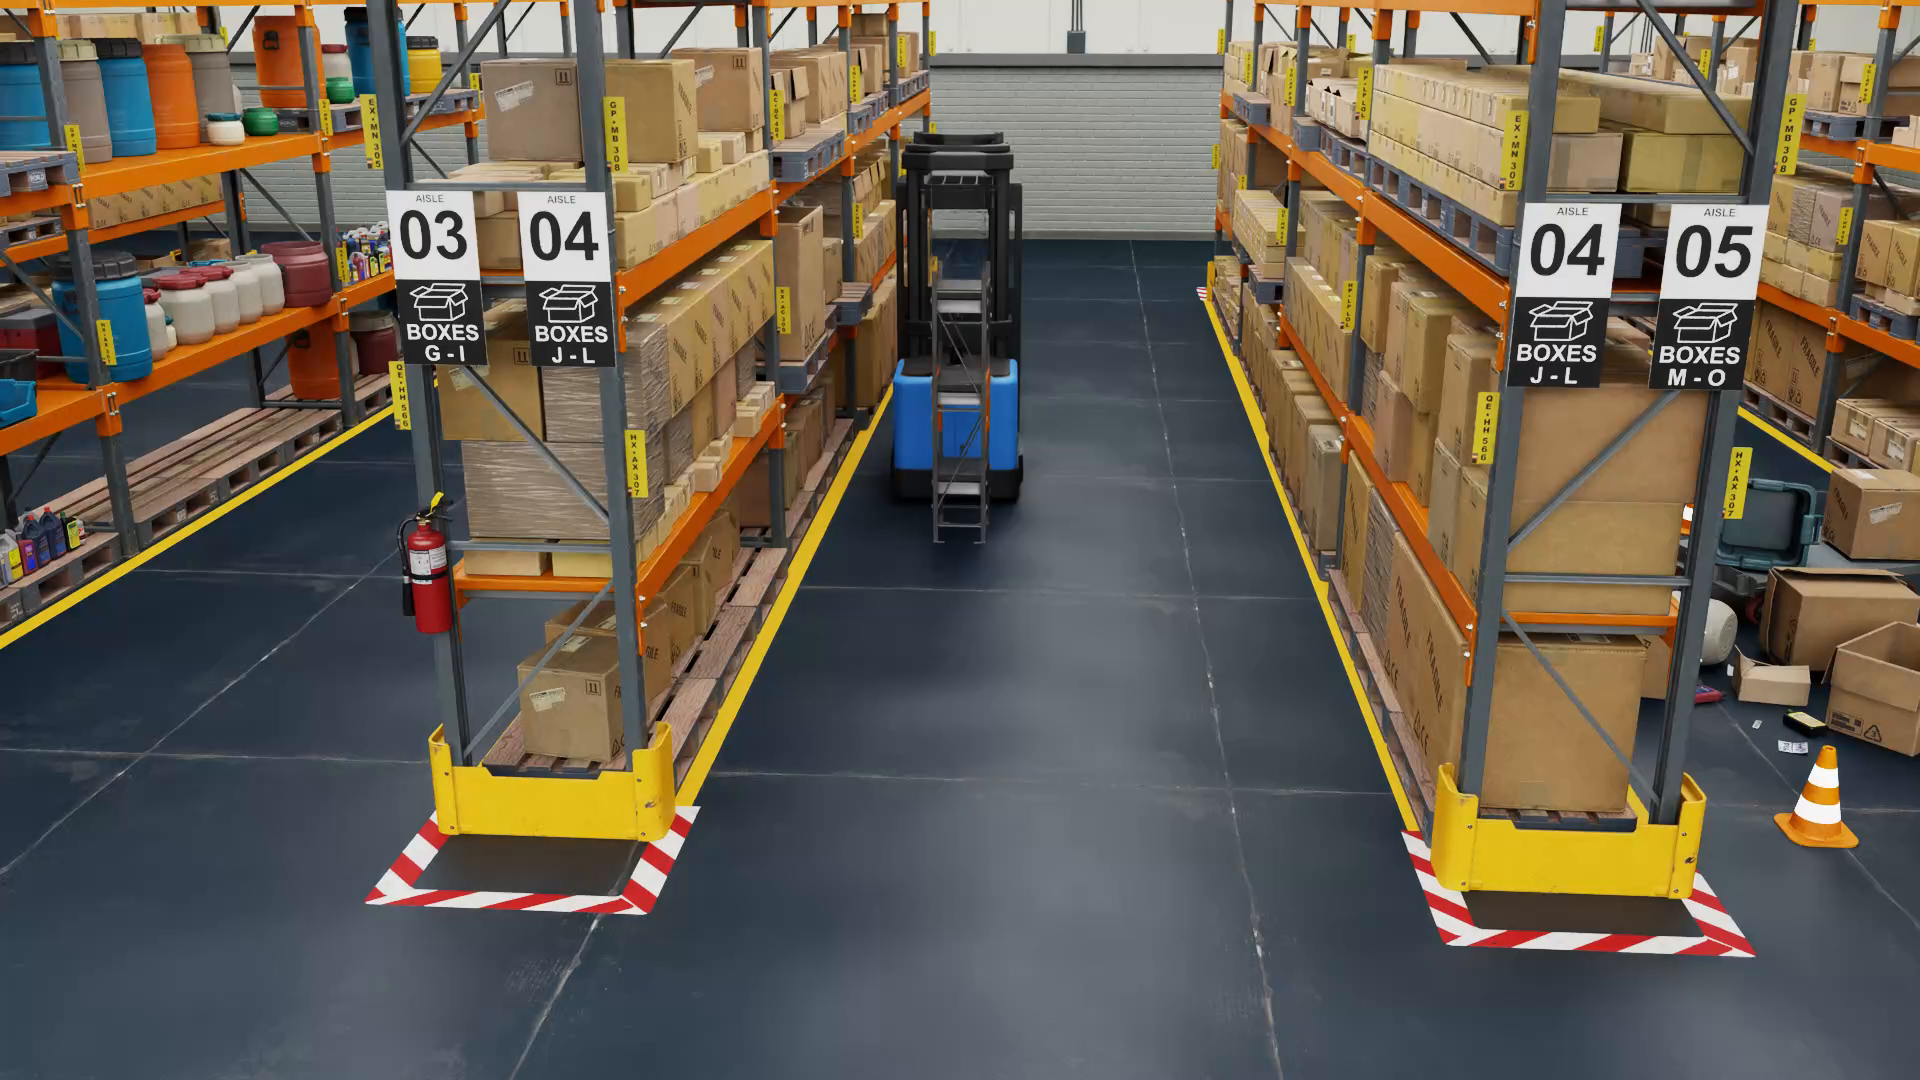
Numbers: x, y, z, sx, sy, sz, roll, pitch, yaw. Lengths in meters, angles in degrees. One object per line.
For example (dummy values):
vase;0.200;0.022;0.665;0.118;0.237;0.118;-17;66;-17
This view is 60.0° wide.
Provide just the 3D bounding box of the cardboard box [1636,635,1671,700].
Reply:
cardboard box;4.075;0.633;10.184;0.500;0.500;0.500;4;19;13

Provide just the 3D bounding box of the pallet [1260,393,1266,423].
pallet;3.507;-1.219;16.303;1.003;0.211;1.213;1;18;4

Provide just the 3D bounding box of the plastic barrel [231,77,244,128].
plastic barrel;-6.758;-3.943;15.141;0.421;0.512;0.421;0;18;0

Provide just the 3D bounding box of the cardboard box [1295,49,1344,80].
cardboard box;3.220;-4.269;14.927;0.396;0.266;0.258;1;18;4

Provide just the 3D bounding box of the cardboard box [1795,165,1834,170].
cardboard box;8.870;-3.682;17.575;0.500;0.500;0.500;2;18;5

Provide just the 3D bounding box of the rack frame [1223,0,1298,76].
rack frame;4.023;-7.637;21.777;1.000;3.000;0.127;1;18;4

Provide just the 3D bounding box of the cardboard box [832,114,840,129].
cardboard box;-1.302;-3.490;14.180;0.500;0.250;0.500;1;18;4

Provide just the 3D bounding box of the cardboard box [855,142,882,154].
cardboard box;-1.287;-4.895;21.603;0.500;0.500;0.500;1;18;2

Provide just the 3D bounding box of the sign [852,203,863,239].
sign;-0.948;-2.947;15.366;0.100;0.325;0.005;1;18;4

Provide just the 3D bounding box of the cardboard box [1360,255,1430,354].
cardboard box;3.102;-1.529;10.798;0.875;0.550;0.550;1;18;4

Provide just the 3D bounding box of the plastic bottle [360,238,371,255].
plastic bottle;-6.514;-3.210;18.220;0.097;0.201;0.097;0;18;0

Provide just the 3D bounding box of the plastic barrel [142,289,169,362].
plastic barrel;-6.430;-1.668;12.979;0.433;0.535;0.433;0;18;0

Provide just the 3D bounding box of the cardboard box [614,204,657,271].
cardboard box;-1.771;-1.457;7.974;0.500;0.250;0.500;2;18;6

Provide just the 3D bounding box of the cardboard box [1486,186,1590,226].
cardboard box;2.562;-1.480;7.375;0.380;0.149;0.250;1;18;4

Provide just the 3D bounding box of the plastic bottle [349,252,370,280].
plastic bottle;-6.044;-2.766;16.745;0.152;0.276;0.135;1;18;4

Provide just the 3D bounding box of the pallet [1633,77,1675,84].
pallet;8.840;-5.479;20.153;1.003;0.211;1.213;1;18;4

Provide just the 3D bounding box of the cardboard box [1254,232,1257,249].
cardboard box;3.083;-2.929;16.295;0.380;0.149;0.250;1;18;4

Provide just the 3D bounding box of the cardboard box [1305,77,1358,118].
cardboard box;3.178;-3.711;13.923;0.500;0.311;0.500;1;18;4

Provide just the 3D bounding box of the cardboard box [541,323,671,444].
cardboard box;-1.752;-0.787;8.264;0.500;0.500;0.500;1;18;4

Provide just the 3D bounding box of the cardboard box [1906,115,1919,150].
cardboard box;8.184;-3.410;13.912;0.396;0.266;0.258;1;18;4

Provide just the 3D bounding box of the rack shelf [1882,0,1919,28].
rack shelf;8.251;-3.920;12.231;1.077;0.370;4.000;1;18;4

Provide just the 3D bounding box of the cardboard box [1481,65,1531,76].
cardboard box;3.455;-2.870;10.335;0.380;0.149;0.250;1;18;3

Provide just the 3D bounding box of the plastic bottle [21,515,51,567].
plastic bottle;-6.490;0.004;11.640;0.144;0.351;0.185;0;18;1

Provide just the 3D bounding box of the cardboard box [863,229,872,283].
cardboard box;-1.149;-2.796;16.477;0.500;0.500;0.500;1;18;2

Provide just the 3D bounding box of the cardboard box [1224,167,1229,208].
cardboard box;3.655;-4.523;21.270;0.500;0.500;0.500;2;18;5

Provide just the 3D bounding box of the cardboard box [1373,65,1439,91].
cardboard box;2.798;-2.885;10.382;0.380;0.149;0.250;1;18;4

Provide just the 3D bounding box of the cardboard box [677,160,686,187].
cardboard box;-1.686;-1.986;8.949;0.380;0.149;0.250;0;18;1

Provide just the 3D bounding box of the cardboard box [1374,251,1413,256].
cardboard box;3.193;-1.736;11.637;0.700;0.500;0.500;1;18;3

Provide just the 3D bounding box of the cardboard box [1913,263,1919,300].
cardboard box;8.069;-2.149;13.350;0.500;0.500;0.500;2;18;5

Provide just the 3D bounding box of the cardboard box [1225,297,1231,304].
cardboard box;3.569;-2.994;21.147;0.380;0.149;0.250;1;18;4

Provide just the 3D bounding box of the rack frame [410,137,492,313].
rack frame;-6.144;-3.796;19.691;1.000;3.000;0.127;1;18;4

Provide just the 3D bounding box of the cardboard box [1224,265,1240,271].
cardboard box;3.666;-3.515;21.783;0.380;0.149;0.250;0;18;1

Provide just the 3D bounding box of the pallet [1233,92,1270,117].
pallet;3.586;-4.690;17.904;1.213;0.211;1.003;1;18;4

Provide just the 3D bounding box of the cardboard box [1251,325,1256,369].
cardboard box;3.359;-2.004;17.562;0.500;0.500;0.500;2;18;5

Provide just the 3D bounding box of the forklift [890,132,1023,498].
forklift;-0.002;-2.145;14.761;1.130;2.935;3.031;0;18;1

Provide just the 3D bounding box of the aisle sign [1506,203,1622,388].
aisle sign;2.572;-1.036;7.094;0.394;0.787;0.004;1;18;4

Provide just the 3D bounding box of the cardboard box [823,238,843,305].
cardboard box;-1.429;-2.346;14.430;0.700;0.500;0.500;4;19;12

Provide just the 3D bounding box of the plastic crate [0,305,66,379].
plastic crate;-6.988;-1.499;12.578;0.402;0.464;0.583;1;18;4

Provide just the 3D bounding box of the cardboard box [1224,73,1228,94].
cardboard box;3.736;-6.006;21.859;0.500;0.250;0.500;2;18;6

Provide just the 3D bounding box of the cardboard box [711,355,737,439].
cardboard box;-1.877;-0.939;10.334;0.875;0.500;0.500;1;18;4

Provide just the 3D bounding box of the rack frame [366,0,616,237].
rack frame;-2.064;-2.809;7.045;1.000;3.000;0.127;1;18;4

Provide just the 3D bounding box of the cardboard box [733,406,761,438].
cardboard box;-1.511;-0.774;10.872;0.380;0.149;0.250;1;18;4

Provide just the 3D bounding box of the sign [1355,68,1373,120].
sign;2.621;-2.888;10.768;0.100;0.325;0.005;1;18;4

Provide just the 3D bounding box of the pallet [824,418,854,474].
pallet;-1.548;-0.875;15.255;1.003;0.211;1.213;1;18;4

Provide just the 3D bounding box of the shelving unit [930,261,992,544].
shelving unit;0.012;-1.049;12.753;0.431;2.100;0.503;1;18;4

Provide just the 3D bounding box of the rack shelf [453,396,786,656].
rack shelf;-1.920;-0.238;9.987;1.077;0.370;4.000;1;18;4

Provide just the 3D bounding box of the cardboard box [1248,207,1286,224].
cardboard box;3.142;-3.309;16.977;0.380;0.149;0.250;2;18;6

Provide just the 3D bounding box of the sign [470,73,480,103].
sign;-5.595;-5.213;19.183;0.100;0.325;0.005;1;18;4

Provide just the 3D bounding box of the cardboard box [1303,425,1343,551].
cardboard box;3.118;-0.384;12.216;1.050;0.750;0.750;1;18;4

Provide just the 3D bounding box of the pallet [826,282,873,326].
pallet;-1.435;-2.128;14.909;1.213;0.211;1.003;1;18;4

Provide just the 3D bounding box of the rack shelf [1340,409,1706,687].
rack shelf;3.020;-0.096;9.553;1.077;0.370;4.000;1;18;4

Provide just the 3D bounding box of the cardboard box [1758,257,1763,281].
cardboard box;8.253;-2.788;16.854;0.500;0.250;0.500;1;18;3

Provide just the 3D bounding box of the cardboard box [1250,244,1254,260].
cardboard box;3.103;-2.863;16.571;0.380;0.149;0.250;0;18;1
